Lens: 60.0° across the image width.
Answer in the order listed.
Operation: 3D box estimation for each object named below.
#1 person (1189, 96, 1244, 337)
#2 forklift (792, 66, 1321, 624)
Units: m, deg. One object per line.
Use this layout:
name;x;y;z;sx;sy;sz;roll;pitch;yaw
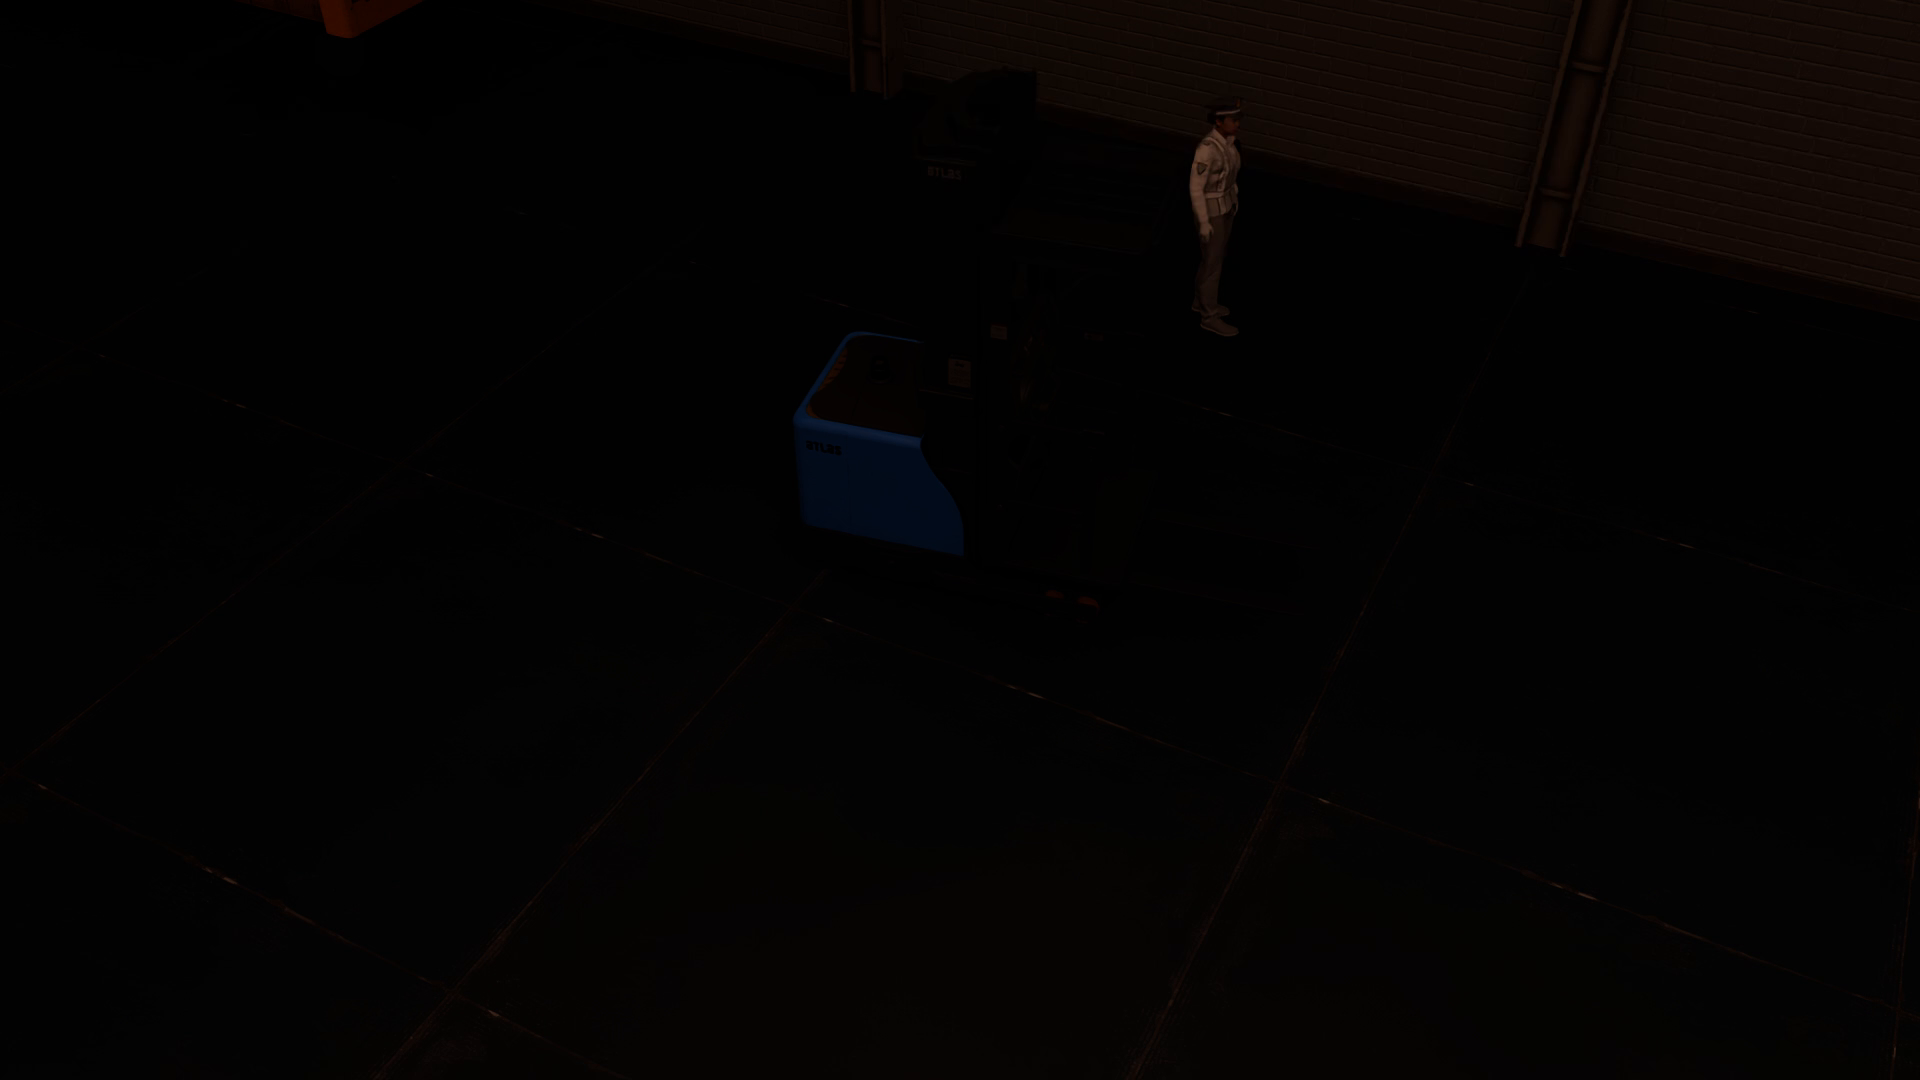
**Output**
person;1.869;-2.294;11.676;0.487;1.691;0.619;17;43;19
forklift;0.603;-1.015;9.192;3.031;2.935;1.130;11;41;13
